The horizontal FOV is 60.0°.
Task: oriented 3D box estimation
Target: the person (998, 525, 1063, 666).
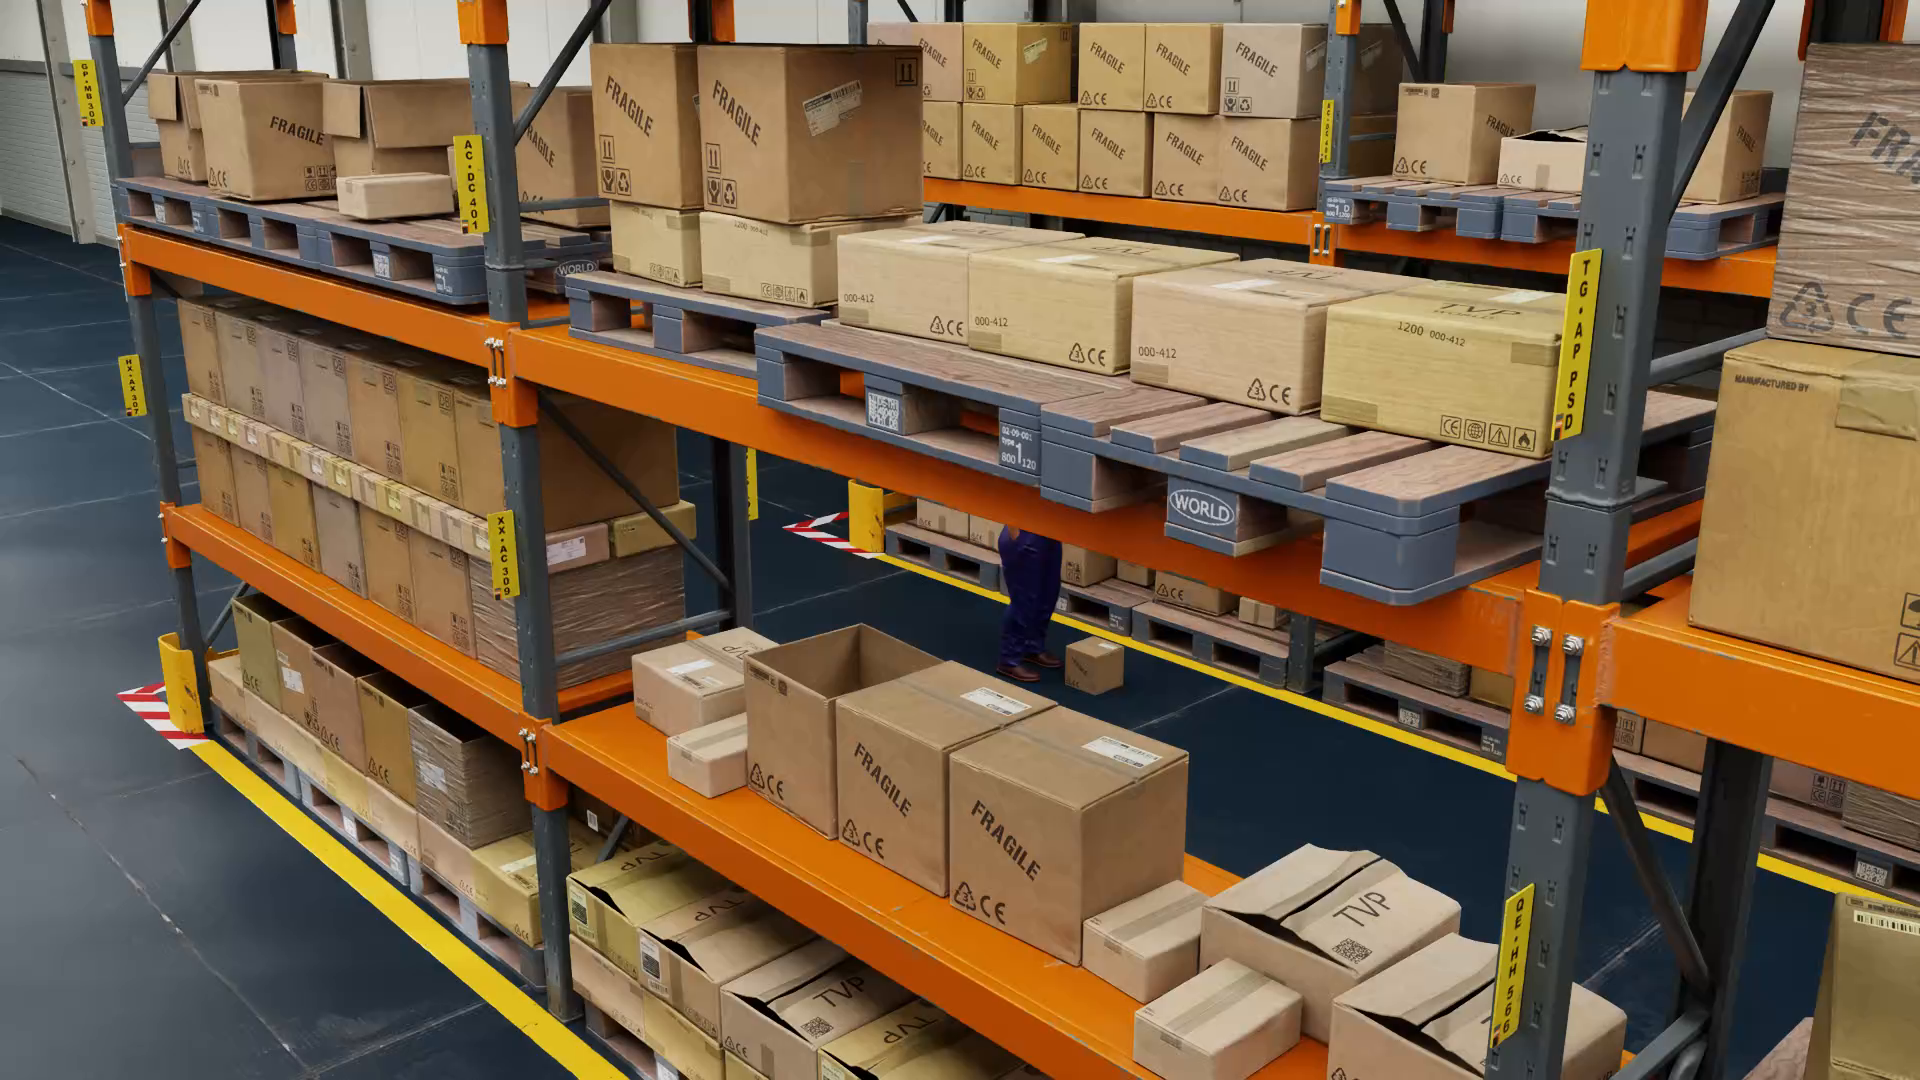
[{"bbox_3d":[0.450,-0.017,10.018,0.343,1.574,0.468,11,21,32],"label":"person"}]
